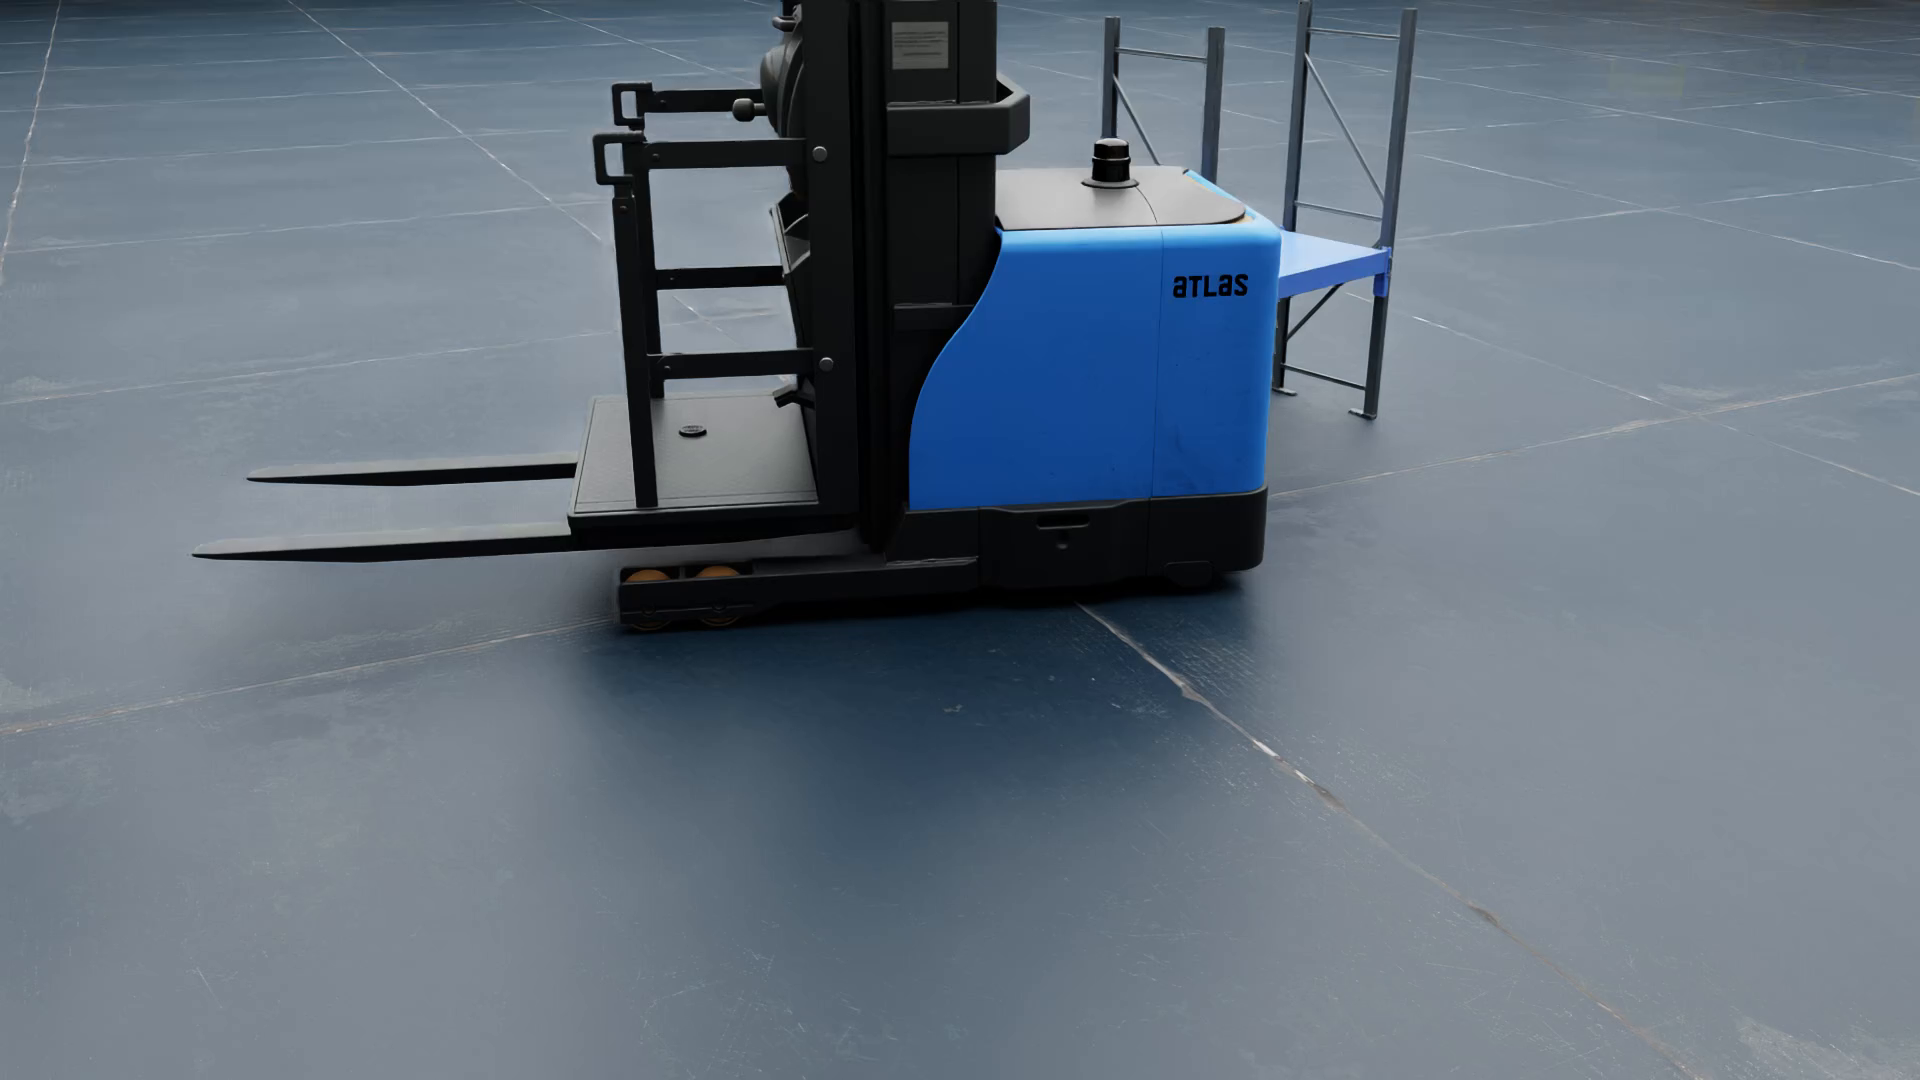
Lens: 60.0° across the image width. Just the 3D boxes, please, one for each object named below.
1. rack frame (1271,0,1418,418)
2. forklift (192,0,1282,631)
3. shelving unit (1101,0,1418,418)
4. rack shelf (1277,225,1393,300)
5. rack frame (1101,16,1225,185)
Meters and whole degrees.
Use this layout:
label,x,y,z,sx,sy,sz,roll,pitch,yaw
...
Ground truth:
label,x,y,z,sx,sy,sz,roll,pitch,yaw
rack frame,1.428,-1.235,6.271,0.032,1.500,0.500,-18,29,-37
forklift,-0.663,-1.317,4.600,3.031,2.935,1.130,-3,23,-8
shelving unit,1.043,-1.108,5.965,1.048,1.500,0.538,-18,29,-37
rack shelf,1.043,-0.942,6.034,1.000,0.185,0.538,-18,29,-37
rack frame,0.657,-0.981,5.659,0.032,1.500,0.500,-18,29,-37
